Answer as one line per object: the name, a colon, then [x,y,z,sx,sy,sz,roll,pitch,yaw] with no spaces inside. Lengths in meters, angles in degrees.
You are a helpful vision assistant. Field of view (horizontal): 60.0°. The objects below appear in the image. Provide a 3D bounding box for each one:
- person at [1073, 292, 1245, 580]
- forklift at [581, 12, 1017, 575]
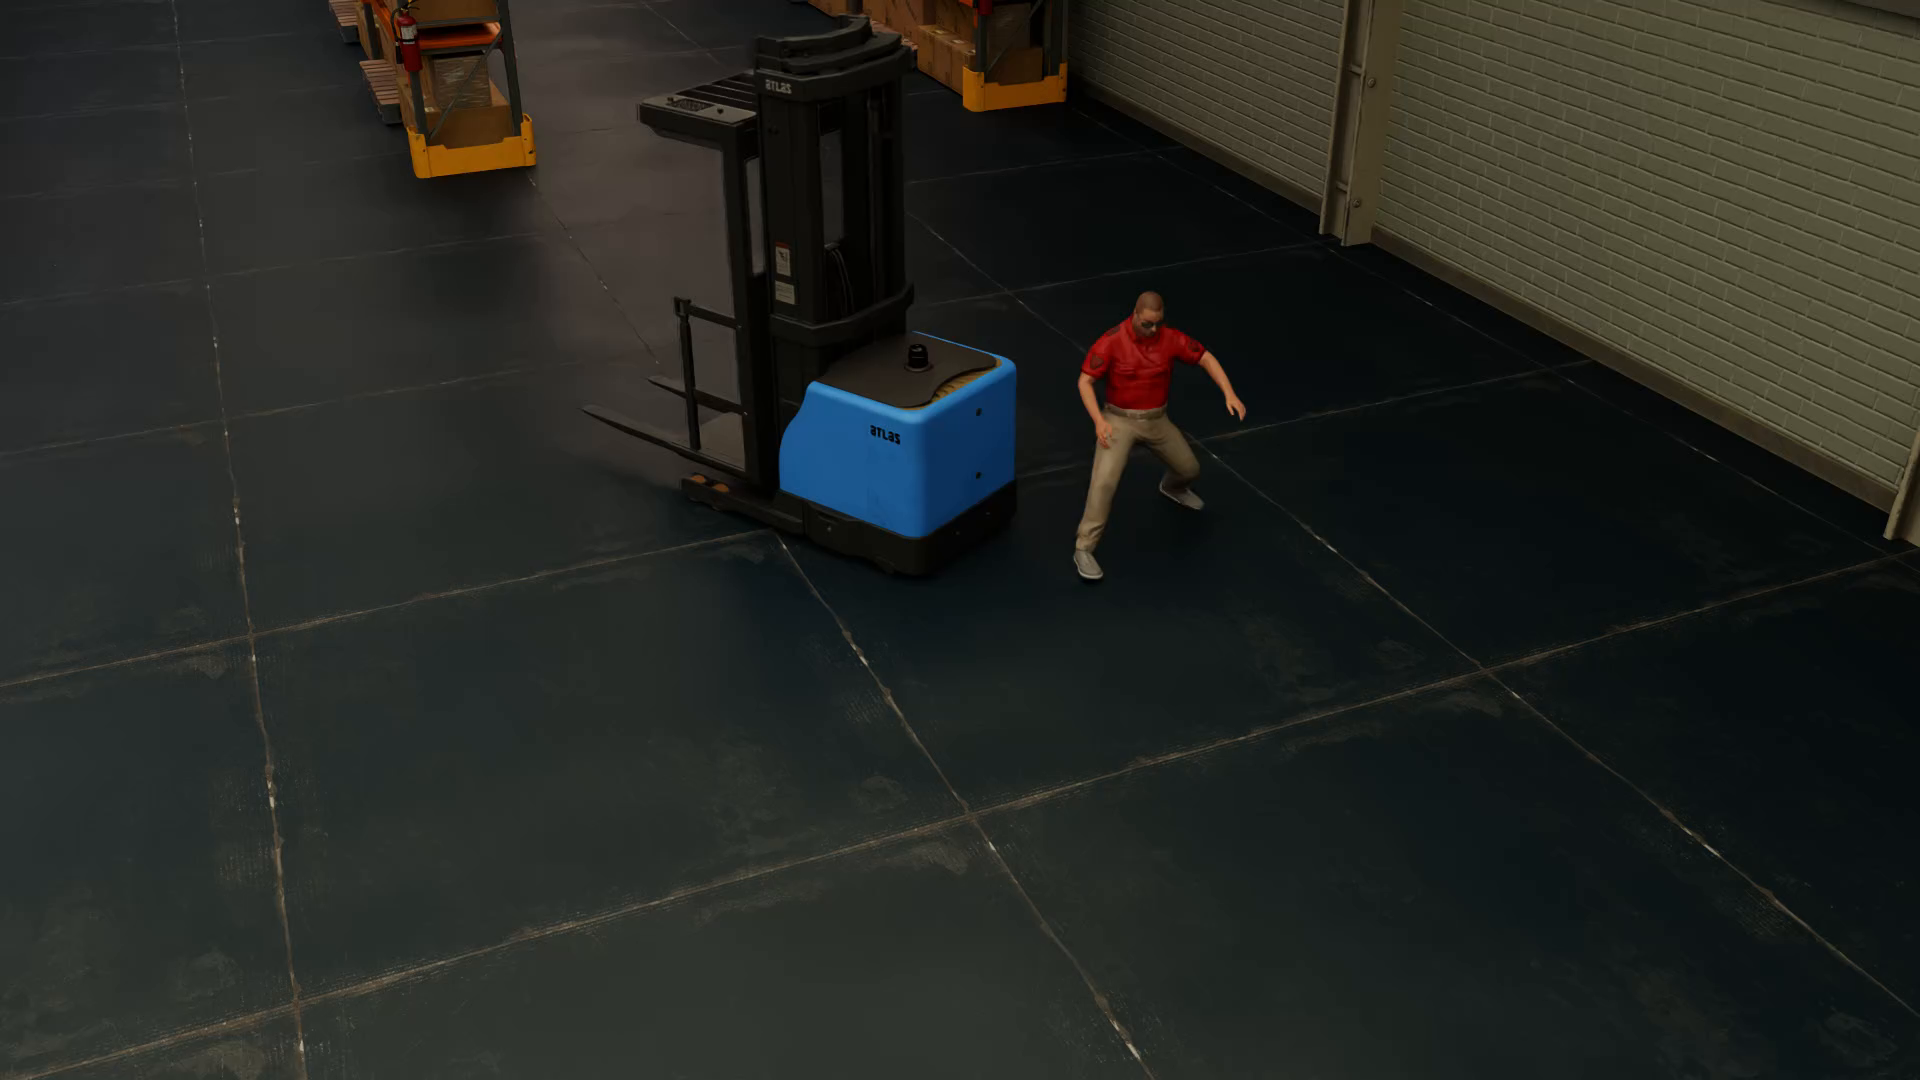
person: [1.103,-0.680,9.744,1.046,1.573,0.994,-7,31,-13]
forklift: [-1.135,-1.645,9.996,3.031,2.935,1.130,20,36,31]
